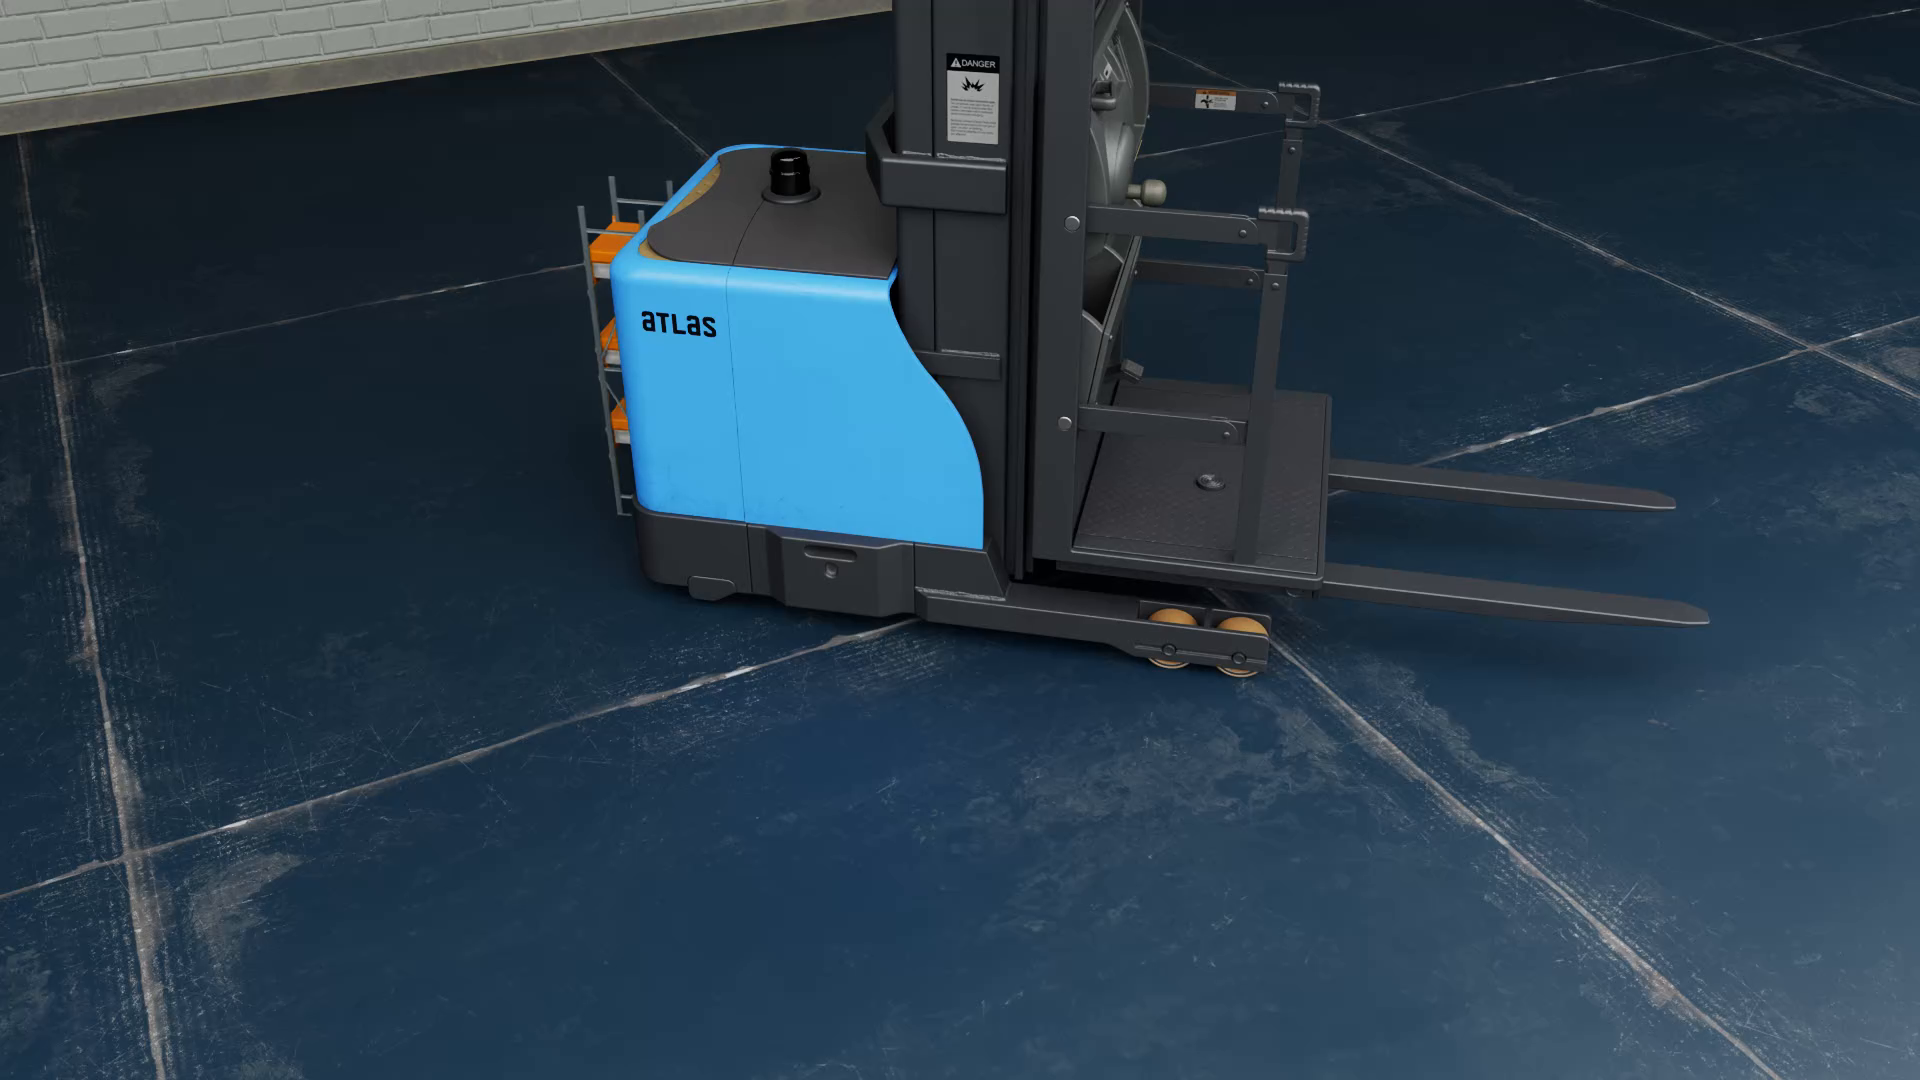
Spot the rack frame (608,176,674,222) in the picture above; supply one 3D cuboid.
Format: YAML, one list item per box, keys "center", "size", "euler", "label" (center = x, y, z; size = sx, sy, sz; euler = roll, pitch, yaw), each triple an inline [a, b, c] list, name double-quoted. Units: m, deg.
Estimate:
- center: [-0.961, -0.643, 5.280]
  size: [0.200, 1.050, 0.008]
  euler: [6, 33, 9]
  label: "rack frame"

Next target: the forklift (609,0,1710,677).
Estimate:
- center: [0.611, -1.165, 4.351]
  size: [3.031, 2.935, 1.130]
  euler: [6, 33, 10]
  label: "forklift"

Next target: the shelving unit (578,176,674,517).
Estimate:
- center: [-0.984, -0.578, 5.179]
  size: [0.215, 1.050, 0.252]
  euler: [6, 33, 9]
  label: "shelving unit"

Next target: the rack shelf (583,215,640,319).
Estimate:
- center: [-0.984, -0.808, 5.032]
  size: [0.215, 0.259, 0.240]
  euler: [6, 33, 9]
  label: "rack shelf"

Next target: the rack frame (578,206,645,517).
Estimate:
- center: [-1.007, -0.514, 5.079]
  size: [0.200, 1.050, 0.008]
  euler: [6, 33, 9]
  label: "rack frame"

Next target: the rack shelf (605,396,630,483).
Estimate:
- center: [-0.984, -0.335, 5.335]
  size: [0.215, 0.259, 0.240]
  euler: [6, 33, 9]
  label: "rack shelf"

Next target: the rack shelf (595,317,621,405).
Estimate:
- center: [-0.984, -0.569, 5.185]
  size: [0.215, 0.259, 0.240]
  euler: [6, 33, 9]
  label: "rack shelf"
